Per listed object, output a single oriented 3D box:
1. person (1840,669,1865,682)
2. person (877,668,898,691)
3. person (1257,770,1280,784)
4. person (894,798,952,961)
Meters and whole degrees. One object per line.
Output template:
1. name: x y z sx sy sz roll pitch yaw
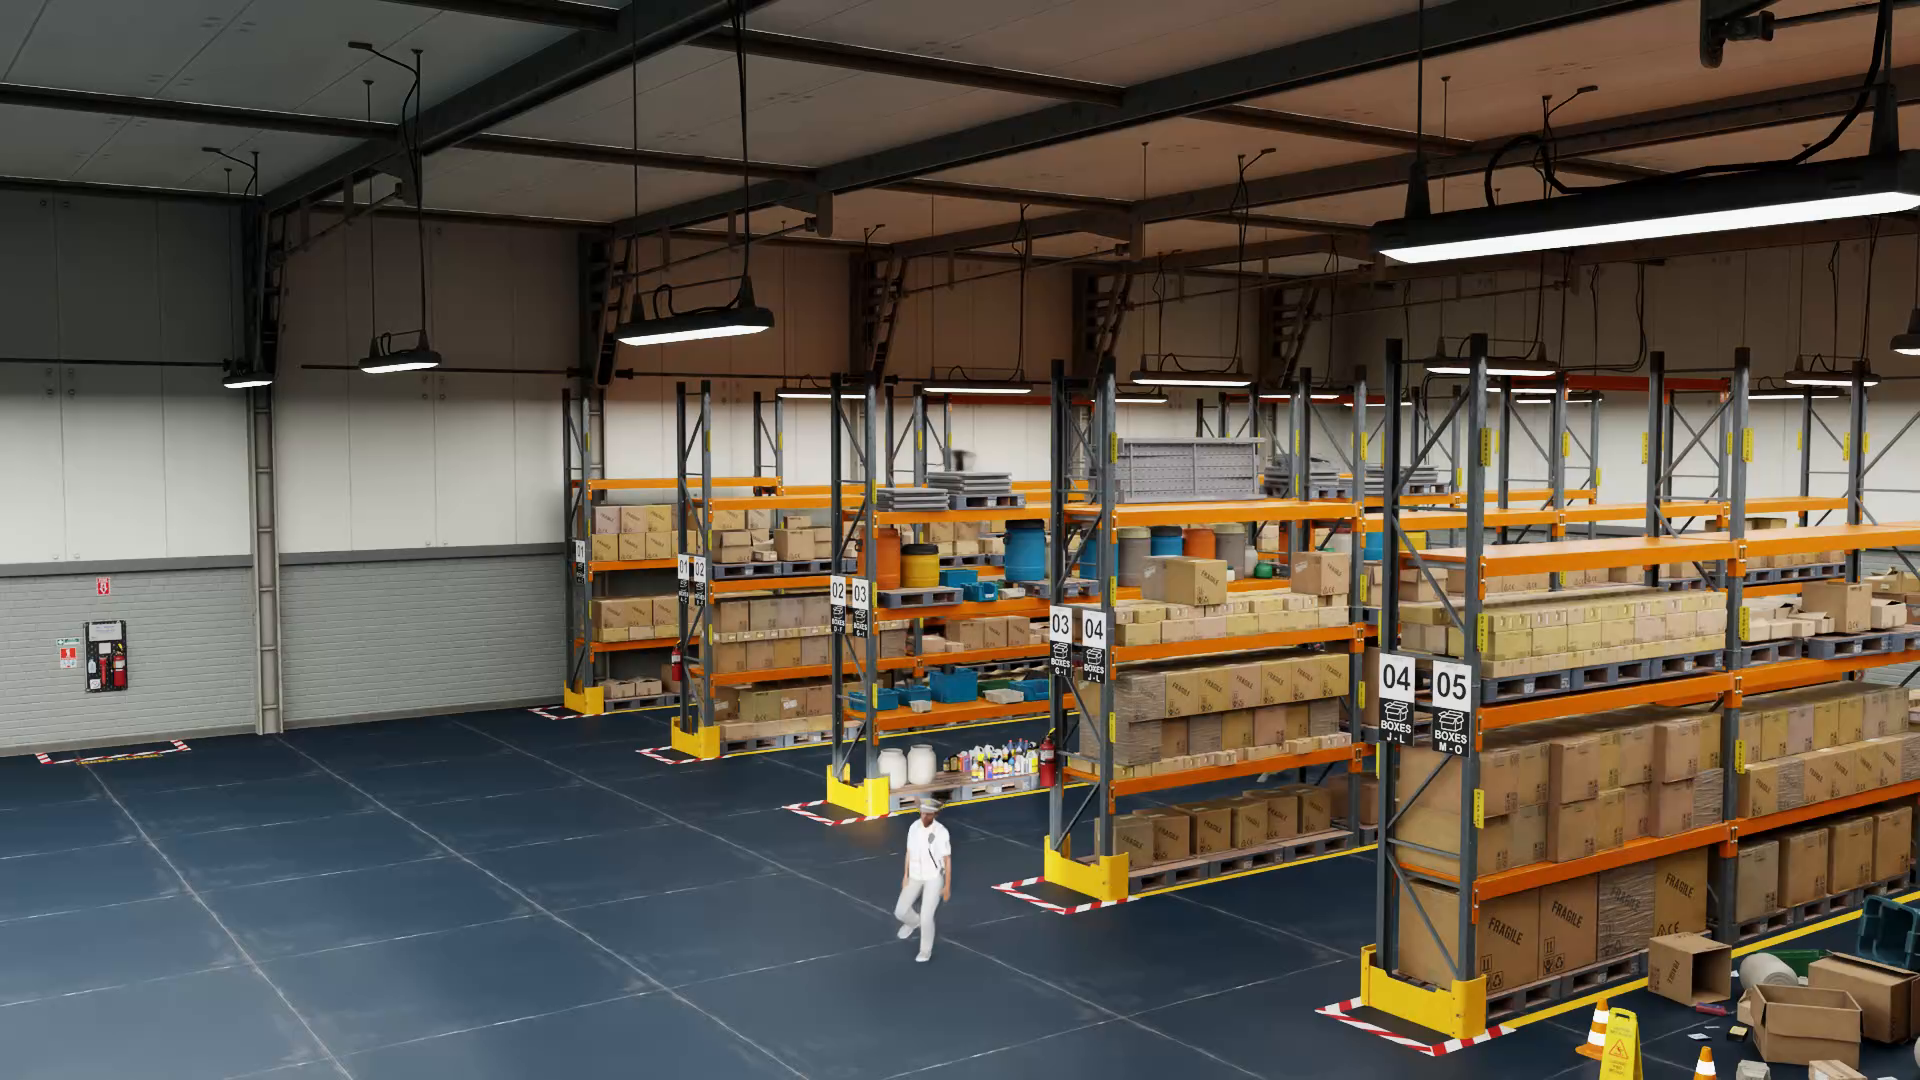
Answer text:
1. person: 15.382 2.541 28.858 0.606 1.603 0.493 1 4 9
2. person: -1.381 2.322 31.141 0.732 1.758 0.654 -3 5 -42
3. person: 4.561 2.738 24.707 0.809 1.739 0.597 -3 5 -40
4. person: -0.371 3.289 16.391 0.728 1.618 0.538 2 4 27
